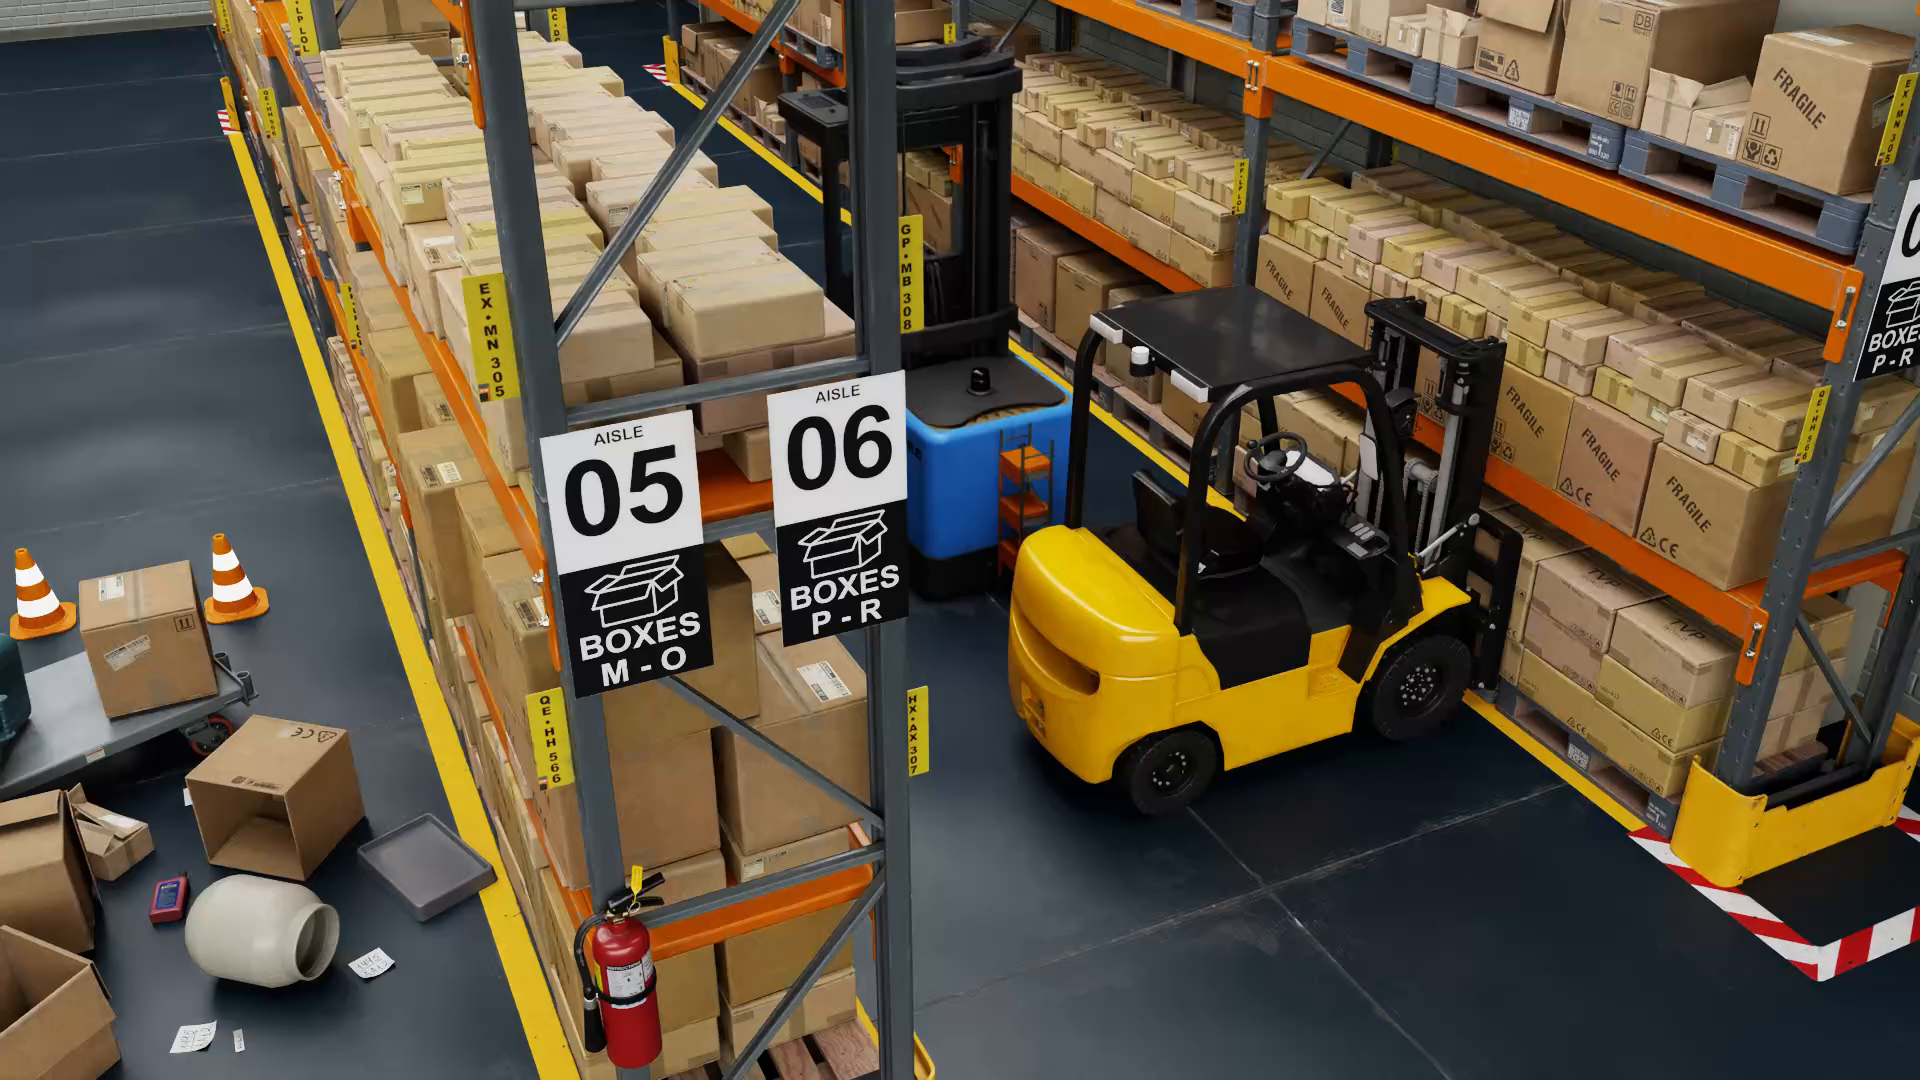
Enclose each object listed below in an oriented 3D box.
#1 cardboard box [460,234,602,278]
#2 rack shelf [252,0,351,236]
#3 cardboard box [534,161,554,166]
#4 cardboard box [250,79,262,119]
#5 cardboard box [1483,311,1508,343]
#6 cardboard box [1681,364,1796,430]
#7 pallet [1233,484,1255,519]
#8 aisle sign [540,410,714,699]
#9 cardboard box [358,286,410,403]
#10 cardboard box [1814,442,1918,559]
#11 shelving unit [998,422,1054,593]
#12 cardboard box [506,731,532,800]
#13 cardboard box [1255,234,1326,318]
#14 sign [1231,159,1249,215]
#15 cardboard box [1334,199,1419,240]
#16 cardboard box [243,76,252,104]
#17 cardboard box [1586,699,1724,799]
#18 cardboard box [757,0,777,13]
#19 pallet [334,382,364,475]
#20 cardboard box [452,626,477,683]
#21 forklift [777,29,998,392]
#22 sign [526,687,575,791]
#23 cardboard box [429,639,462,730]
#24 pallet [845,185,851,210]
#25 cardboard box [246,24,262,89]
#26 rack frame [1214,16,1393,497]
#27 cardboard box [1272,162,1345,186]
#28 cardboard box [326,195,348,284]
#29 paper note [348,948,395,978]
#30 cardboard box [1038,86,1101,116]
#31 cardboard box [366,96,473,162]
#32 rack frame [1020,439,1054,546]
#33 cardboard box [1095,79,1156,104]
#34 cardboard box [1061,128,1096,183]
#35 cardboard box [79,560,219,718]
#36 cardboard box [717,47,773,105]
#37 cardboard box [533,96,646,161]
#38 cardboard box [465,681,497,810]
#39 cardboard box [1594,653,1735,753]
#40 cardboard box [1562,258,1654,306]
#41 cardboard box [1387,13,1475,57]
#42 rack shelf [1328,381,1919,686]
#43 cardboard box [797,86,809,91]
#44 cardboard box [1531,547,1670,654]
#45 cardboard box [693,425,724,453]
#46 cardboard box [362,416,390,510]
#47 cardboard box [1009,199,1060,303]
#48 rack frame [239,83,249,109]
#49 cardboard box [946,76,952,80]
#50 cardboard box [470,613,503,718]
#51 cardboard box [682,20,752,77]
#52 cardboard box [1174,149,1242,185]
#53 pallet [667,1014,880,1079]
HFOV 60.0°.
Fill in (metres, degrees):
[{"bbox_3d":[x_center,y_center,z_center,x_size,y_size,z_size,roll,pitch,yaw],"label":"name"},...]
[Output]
[{"bbox_3d":[-1.249,-0.770,4.905,0.380,0.149,0.250,-13,32,-23],"label":"cardboard box"},{"bbox_3d":[-3.211,-2.551,9.373,1.077,0.370,4.000,-13,32,-22],"label":"rack shelf"},{"bbox_3d":[-1.264,-1.234,6.139,0.500,0.250,0.500,-12,32,-21],"label":"cardboard box"},{"bbox_3d":[-5.192,-3.430,12.914,0.500,0.250,0.500,-14,32,-23],"label":"cardboard box"},{"bbox_3d":[2.846,-1.061,8.283,0.380,0.149,0.250,-13,32,-22],"label":"cardboard box"},{"bbox_3d":[3.368,-0.622,7.196,0.380,0.149,0.250,-13,32,-22],"label":"cardboard box"},{"bbox_3d":[2.433,-0.140,10.257,1.003,0.211,1.213,-13,32,-22],"label":"pallet"},{"bbox_3d":[-0.870,0.049,4.411,0.394,0.787,0.004,-13,32,-22],"label":"aisle sign"},{"bbox_3d":[-2.160,-0.812,7.175,0.700,0.500,0.500,-13,32,-22],"label":"cardboard box"},{"bbox_3d":[3.885,-0.270,7.536,0.500,0.500,0.500,-12,31,-20],"label":"cardboard box"},{"bbox_3d":[0.366,-0.119,9.363,0.215,1.050,0.252,-14,32,-24],"label":"shelving unit"},{"bbox_3d":[-1.426,0.770,6.040,0.380,0.149,0.250,-13,32,-21],"label":"cardboard box"},{"bbox_3d":[2.084,-1.509,9.745,0.500,0.500,0.500,-14,32,-23],"label":"cardboard box"},{"bbox_3d":[1.643,-2.069,9.742,0.100,0.325,0.005,-13,32,-22],"label":"sign"},{"bbox_3d":[2.310,-1.762,9.229,0.380,0.149,0.250,-14,32,-23],"label":"cardboard box"},{"bbox_3d":[-5.836,-3.891,14.249,0.500,0.250,0.500,-14,32,-23],"label":"cardboard box"},{"bbox_3d":[3.359,0.925,7.888,0.500,0.250,0.500,-13,32,-22],"label":"cardboard box"},{"bbox_3d":[-1.744,-5.488,16.793,0.500,0.250,0.500,-12,32,-21],"label":"cardboard box"},{"bbox_3d":[-3.735,-0.878,11.572,1.003,0.211,1.213,-13,32,-22],"label":"pallet"},{"bbox_3d":[-2.003,0.464,7.281,0.380,0.149,0.250,-11,31,-19],"label":"cardboard box"},{"bbox_3d":[-0.396,-1.655,10.177,1.121,2.935,3.031,-14,32,-24],"label":"forklift"},{"bbox_3d":[-1.145,0.559,4.652,0.100,0.325,0.005,-13,32,-22],"label":"sign"},{"bbox_3d":[-2.343,0.661,8.359,0.500,0.250,0.500,-15,32,-24],"label":"cardboard box"},{"bbox_3d":[-0.394,-3.143,15.612,1.003,0.211,1.213,-13,32,-22],"label":"pallet"},{"bbox_3d":[-4.962,-3.538,12.342,0.500,0.500,0.500,-13,32,-22],"label":"cardboard box"},{"bbox_3d":[2.129,-1.716,10.217,1.000,3.000,0.127,-13,32,-22],"label":"rack frame"},{"bbox_3d":[2.172,-2.243,10.391,0.380,0.149,0.250,-14,32,-23],"label":"cardboard box"},{"bbox_3d":[-3.188,-1.633,9.232,0.500,0.500,0.500,-12,31,-20],"label":"cardboard box"},{"bbox_3d":[-2.480,1.784,7.011,0.148,0.019,0.142,26,38,38],"label":"paper note"},{"bbox_3d":[0.791,-3.164,12.033,0.380,0.149,0.250,-13,32,-21],"label":"cardboard box"},{"bbox_3d":[-2.028,-1.564,6.319,0.380,0.149,0.250,-14,32,-24],"label":"cardboard box"},{"bbox_3d":[0.422,-0.067,9.268,0.200,1.050,0.008,-14,32,-24],"label":"rack frame"},{"bbox_3d":[1.214,-3.264,12.211,0.380,0.149,0.250,-13,32,-22],"label":"cardboard box"},{"bbox_3d":[1.046,-2.712,11.635,0.500,0.250,0.500,-13,32,-21],"label":"cardboard box"},{"bbox_3d":[-3.947,0.474,8.091,0.500,0.500,0.500,-13,32,-22],"label":"cardboard box"},{"bbox_3d":[-0.387,-4.293,14.219,0.818,3.161,9.788,-14,32,-24],"label":"cardboard box"},{"bbox_3d":[-1.401,-1.566,6.323,0.380,0.149,0.250,-13,32,-21],"label":"cardboard box"},{"bbox_3d":[-1.881,0.797,7.350,0.500,0.500,0.500,-11,31,-19],"label":"cardboard box"},{"bbox_3d":[3.355,0.699,7.780,0.500,0.250,0.500,-14,32,-23],"label":"cardboard box"},{"bbox_3d":[3.257,-1.288,8.384,0.380,0.149,0.250,-13,32,-22],"label":"cardboard box"},{"bbox_3d":[2.378,-2.541,8.345,0.380,0.149,0.250,-12,31,-21],"label":"cardboard box"},{"bbox_3d":[2.988,-0.519,8.817,1.077,0.370,4.000,-13,32,-22],"label":"rack shelf"},{"bbox_3d":[-1.391,-4.412,16.487,0.380,0.149,0.250,-12,31,-20],"label":"cardboard box"},{"bbox_3d":[3.143,0.268,8.037,0.500,0.250,0.500,-12,32,-21],"label":"cardboard box"},{"bbox_3d":[-0.678,-0.416,5.088,0.380,0.149,0.250,-14,32,-24],"label":"cardboard box"},{"bbox_3d":[-3.191,-0.564,10.420,0.950,0.372,0.625,-12,31,-20],"label":"cardboard box"},{"bbox_3d":[0.667,-2.352,13.350,0.875,0.625,0.625,-12,31,-20],"label":"cardboard box"},{"bbox_3d":[-7.501,-5.974,17.810,0.949,2.616,0.053,-13,32,-22],"label":"rack frame"},{"bbox_3d":[-0.216,-3.767,13.701,0.380,0.149,0.250,-12,32,-21],"label":"cardboard box"},{"bbox_3d":[-1.539,0.295,6.223,0.500,0.500,0.500,-13,32,-22],"label":"cardboard box"},{"bbox_3d":[-2.845,-5.822,19.661,0.797,0.503,0.637,-14,32,-24],"label":"cardboard box"},{"bbox_3d":[1.597,-2.377,10.629,0.380,0.149,0.250,-13,32,-22],"label":"cardboard box"},{"bbox_3d":[-0.984,1.911,6.599,1.003,0.211,1.213,-13,32,-22],"label":"pallet"}]
